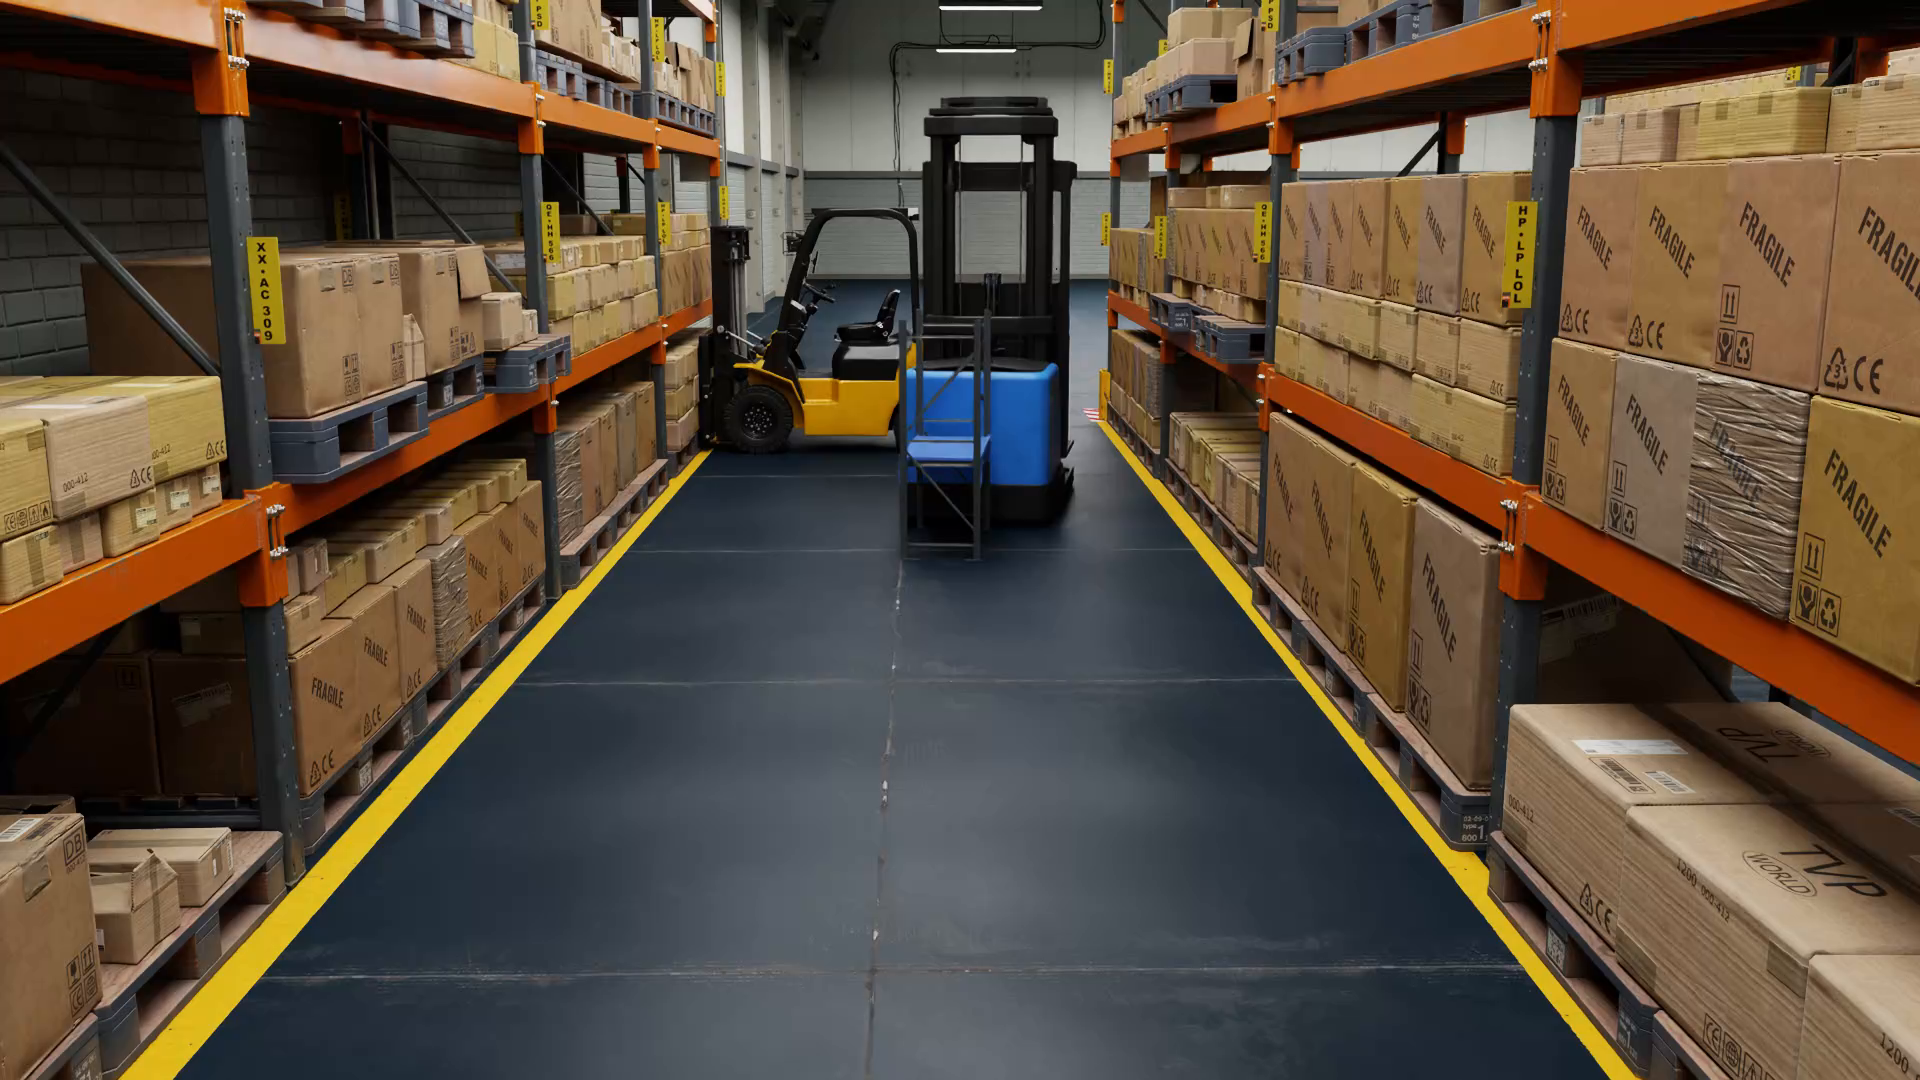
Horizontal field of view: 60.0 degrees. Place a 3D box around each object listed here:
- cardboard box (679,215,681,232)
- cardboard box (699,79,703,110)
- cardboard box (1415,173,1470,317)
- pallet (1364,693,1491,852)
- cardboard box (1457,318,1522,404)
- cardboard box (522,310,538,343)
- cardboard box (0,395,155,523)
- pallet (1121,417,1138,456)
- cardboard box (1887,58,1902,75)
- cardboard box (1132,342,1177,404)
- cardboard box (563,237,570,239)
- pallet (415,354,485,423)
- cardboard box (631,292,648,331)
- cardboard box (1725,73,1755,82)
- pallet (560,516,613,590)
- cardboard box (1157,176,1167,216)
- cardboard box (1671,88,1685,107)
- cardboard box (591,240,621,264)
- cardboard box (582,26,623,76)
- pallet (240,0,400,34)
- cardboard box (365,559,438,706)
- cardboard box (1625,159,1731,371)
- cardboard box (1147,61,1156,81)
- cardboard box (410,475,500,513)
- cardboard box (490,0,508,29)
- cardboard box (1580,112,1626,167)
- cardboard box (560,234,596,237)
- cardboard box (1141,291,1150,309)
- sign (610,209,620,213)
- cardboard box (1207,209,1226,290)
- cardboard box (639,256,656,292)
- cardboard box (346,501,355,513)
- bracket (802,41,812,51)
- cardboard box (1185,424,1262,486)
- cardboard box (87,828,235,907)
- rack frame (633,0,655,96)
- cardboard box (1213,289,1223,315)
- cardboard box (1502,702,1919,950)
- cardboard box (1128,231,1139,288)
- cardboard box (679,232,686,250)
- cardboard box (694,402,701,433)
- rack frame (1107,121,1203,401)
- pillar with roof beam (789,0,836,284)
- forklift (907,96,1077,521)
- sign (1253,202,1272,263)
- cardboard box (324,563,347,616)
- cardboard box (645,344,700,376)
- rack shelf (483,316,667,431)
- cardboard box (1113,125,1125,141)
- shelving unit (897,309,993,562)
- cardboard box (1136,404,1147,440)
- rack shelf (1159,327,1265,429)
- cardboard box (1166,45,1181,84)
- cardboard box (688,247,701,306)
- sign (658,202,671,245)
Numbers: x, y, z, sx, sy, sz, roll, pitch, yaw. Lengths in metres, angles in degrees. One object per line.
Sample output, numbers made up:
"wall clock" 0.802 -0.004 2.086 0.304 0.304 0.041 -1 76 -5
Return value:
"cardboard box" -2.601 -2.712 14.250 0.380 0.149 0.250 0 11 -2
"cardboard box" -2.603 -4.169 15.551 0.396 0.266 0.258 0 11 -1
"cardboard box" 2.003 -1.089 6.119 0.500 0.500 0.500 0 11 0
"pallet" 2.190 0.854 6.320 1.003 0.211 1.213 0 11 -1
"cardboard box" 2.030 -0.618 5.681 0.500 0.250 0.500 0 11 -1
"cardboard box" -2.366 -1.088 8.451 0.380 0.149 0.250 0 11 0
"cardboard box" -2.401 -0.211 4.185 0.500 0.250 0.500 0 11 -1
"pallet" 2.039 -0.960 15.260 1.003 0.211 1.213 0 11 -1
"cardboard box" 6.837 -3.385 11.980 0.250 0.149 0.380 0 11 -1
"cardboard box" 1.812 -1.495 14.857 0.500 0.500 0.500 0 11 2
"cardboard box" -3.100 -2.172 12.336 0.380 0.149 0.250 -1 11 -3
"pallet" -2.719 -0.653 7.217 1.003 0.211 1.213 0 11 -1
"cardboard box" -2.558 -1.656 12.057 0.500 0.250 0.500 0 11 -1
"cardboard box" 6.786 -3.985 13.934 0.500 0.250 0.500 0 11 -1
"pallet" -2.741 0.069 10.188 1.003 0.211 1.213 0 11 -1
"cardboard box" 2.266 -3.229 15.915 0.700 0.500 0.500 0 11 -1
"cardboard box" 6.699 -4.016 15.092 0.380 0.149 0.250 0 11 -1
"cardboard box" -2.478 -1.923 11.109 0.380 0.149 0.250 -1 11 -3
"cardboard box" -2.572 -3.315 11.226 0.500 0.311 0.500 -1 11 -3
"pallet" -2.624 -1.847 5.545 1.213 0.211 1.003 0 11 -1
"cardboard box" -2.493 0.378 6.880 0.500 0.500 0.500 -1 11 -3
"cardboard box" 2.054 -0.703 4.213 0.500 0.500 0.500 0 11 -2
"cardboard box" 1.757 -3.904 13.842 0.380 0.149 0.250 0 11 1
"cardboard box" -2.502 -0.229 8.241 0.380 0.149 0.250 -1 11 -3
"cardboard box" -2.515 -2.656 8.438 0.380 0.149 0.250 0 11 0
"cardboard box" 2.029 -1.153 4.800 0.380 0.149 0.250 0 11 -2
"cardboard box" -3.110 -2.359 13.258 0.380 0.149 0.250 0 11 -1
"cardboard box" 1.781 -2.092 14.456 0.380 0.149 0.250 0 11 -2
"sign" -3.484 -3.186 16.843 0.100 0.325 0.005 0 11 -1
"cardboard box" 1.878 -1.848 10.567 0.500 0.500 0.500 -1 12 -5
"cardboard box" -2.580 -2.004 12.512 0.500 0.250 0.500 0 11 -2
"cardboard box" -3.034 -0.119 7.703 0.380 0.149 0.250 0 11 -2
"bracket" -4.072 -13.169 44.283 0.235 0.232 0.430 0 11 -1
"cardboard box" 2.148 -0.621 12.128 0.950 0.372 0.625 0 11 2
"cardboard box" -2.376 0.962 4.886 0.380 0.149 0.250 -1 11 -3
"rack frame" -2.846 -4.869 12.427 1.000 3.000 0.127 0 11 -1
"cardboard box" 1.812 -1.509 10.531 0.380 0.149 0.250 0 11 0
"cardboard box" 2.187 0.815 4.884 0.875 0.438 0.875 0 11 -2
"cardboard box" 1.811 -2.539 15.032 0.500 0.500 0.500 0 11 -2
"cardboard box" -2.565 -2.565 14.275 0.380 0.149 0.250 0 11 -2
"cardboard box" -2.577 -1.088 14.736 0.500 0.250 0.500 0 11 0
"rack frame" 2.034 -2.745 17.046 1.000 3.000 0.127 0 11 -1
"pillar with roof beam" -0.131 -11.503 45.127 9.100 9.000 0.548 0 11 -1
"forklift" 0.302 -1.811 12.612 1.130 2.935 3.031 2 12 8
"sign" 1.657 -1.680 9.080 0.100 0.325 0.005 0 11 -1
"cardboard box" -2.522 0.185 6.205 0.380 0.149 0.250 -1 11 -4
"cardboard box" -2.565 -1.575 14.624 0.500 0.250 0.500 0 11 1
"rack shelf" -2.805 -1.179 11.135 1.077 0.370 4.000 0 11 -1
"cardboard box" 1.716 -4.025 16.442 0.380 0.149 0.250 0 11 -1
"shelving unit" -0.083 -0.705 10.760 0.538 1.500 1.048 1 12 4
"cardboard box" 1.814 -1.031 14.454 0.500 0.250 0.500 -1 11 -3
"rack shelf" 2.158 -1.200 11.239 1.077 0.370 4.000 0 11 -1
"cardboard box" 1.739 -3.334 11.725 0.500 0.250 0.500 0 11 -2
"cardboard box" -2.622 -2.371 14.953 0.500 0.500 0.500 0 11 -1
"sign" -2.304 -2.462 12.936 0.100 0.325 0.005 0 11 -1
